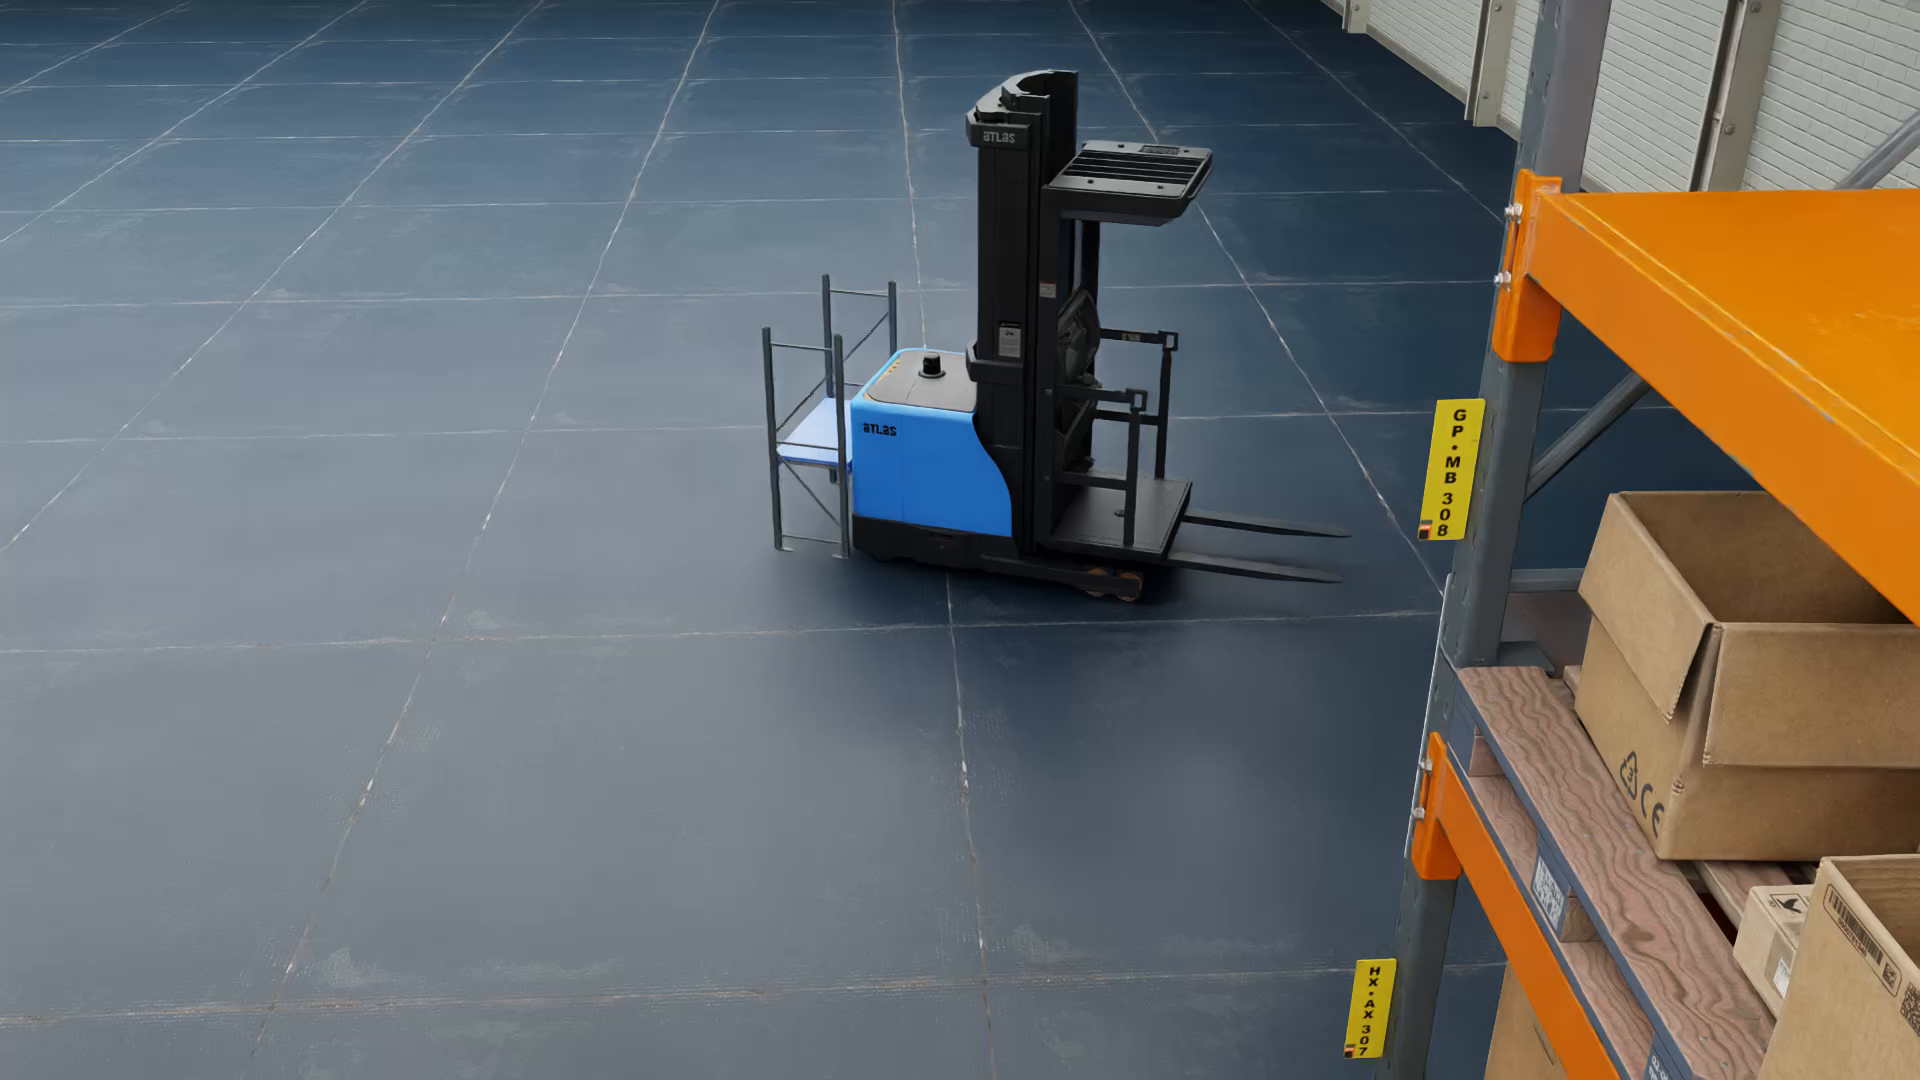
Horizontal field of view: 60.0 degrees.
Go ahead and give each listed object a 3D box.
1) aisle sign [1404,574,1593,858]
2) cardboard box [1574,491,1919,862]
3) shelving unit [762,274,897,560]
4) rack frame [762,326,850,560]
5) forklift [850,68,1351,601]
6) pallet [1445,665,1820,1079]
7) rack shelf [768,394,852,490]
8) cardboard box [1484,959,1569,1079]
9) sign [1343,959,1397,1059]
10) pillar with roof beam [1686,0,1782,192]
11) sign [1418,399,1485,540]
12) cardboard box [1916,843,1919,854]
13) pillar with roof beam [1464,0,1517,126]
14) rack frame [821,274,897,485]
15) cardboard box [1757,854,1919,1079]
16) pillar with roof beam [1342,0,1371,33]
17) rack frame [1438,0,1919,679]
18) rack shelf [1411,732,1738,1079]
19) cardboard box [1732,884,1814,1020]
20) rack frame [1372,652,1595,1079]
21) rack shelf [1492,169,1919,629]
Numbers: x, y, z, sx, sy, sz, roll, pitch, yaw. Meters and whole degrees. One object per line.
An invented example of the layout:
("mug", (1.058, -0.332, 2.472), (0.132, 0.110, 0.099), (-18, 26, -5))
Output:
("aisle sign", (1.282, 0.421, 3.889), (0.394, 0.787, 0.004), (-1, 28, -3))
("cardboard box", (1.617, 0.238, 3.090), (0.797, 0.503, 0.637), (0, 28, 1))
("shelving unit", (-0.799, -0.804, 10.669), (0.538, 1.500, 1.048), (8, 29, 14))
("rack frame", (-0.942, -0.578, 10.237), (0.500, 1.500, 0.032), (8, 29, 14))
("forklift", (0.893, -1.206, 9.893), (3.031, 2.935, 1.130), (8, 29, 15))
("pallet", (1.602, 0.633, 3.145), (1.003, 0.211, 1.213), (-1, 28, -3))
("rack shelf", (-0.799, -0.644, 10.752), (0.538, 0.185, 1.000), (8, 29, 14))
("cardboard box", (1.605, 1.217, 3.662), (0.700, 0.500, 0.500), (-1, 28, -2))
("sign", (1.036, 1.188, 4.207), (0.100, 0.325, 0.005), (-1, 28, -3))
("pillar with roof beam", (2.512, -6.320, 13.137), (9.100, 9.000, 0.400), (-1, 28, -3))
("sign", (1.036, -0.146, 3.511), (0.100, 0.325, 0.005), (-1, 28, -3))
("cardboard box", (1.914, 0.610, 2.650), (0.500, 0.250, 0.500), (-1, 28, -3))
("pillar with roof beam", (2.199, -9.091, 18.450), (9.100, 9.000, 0.400), (-1, 28, -3))
("rack frame", (-0.656, -1.029, 11.102), (0.500, 1.500, 0.032), (8, 29, 14))
("cardboard box", (1.405, 0.747, 2.116), (0.500, 0.500, 0.500), (-1, 28, -3))
("pillar with roof beam", (1.886, -11.862, 23.763), (9.100, 9.000, 0.400), (-1, 28, -3))
("rack frame", (1.591, -1.064, 3.059), (1.000, 3.000, 0.127), (-1, 28, -3))
("rack shelf", (1.695, 1.509, 2.148), (1.077, 0.370, 4.000), (-1, 28, -3))
("cardboard box", (1.476, 0.677, 2.631), (0.380, 0.149, 0.250), (-1, 28, -3))
("rack frame", (1.591, 1.596, 4.446), (1.000, 3.000, 0.127), (-1, 28, -3))
("rack shelf", (1.695, 0.356, 1.547), (1.077, 0.370, 4.000), (-1, 28, -3))
